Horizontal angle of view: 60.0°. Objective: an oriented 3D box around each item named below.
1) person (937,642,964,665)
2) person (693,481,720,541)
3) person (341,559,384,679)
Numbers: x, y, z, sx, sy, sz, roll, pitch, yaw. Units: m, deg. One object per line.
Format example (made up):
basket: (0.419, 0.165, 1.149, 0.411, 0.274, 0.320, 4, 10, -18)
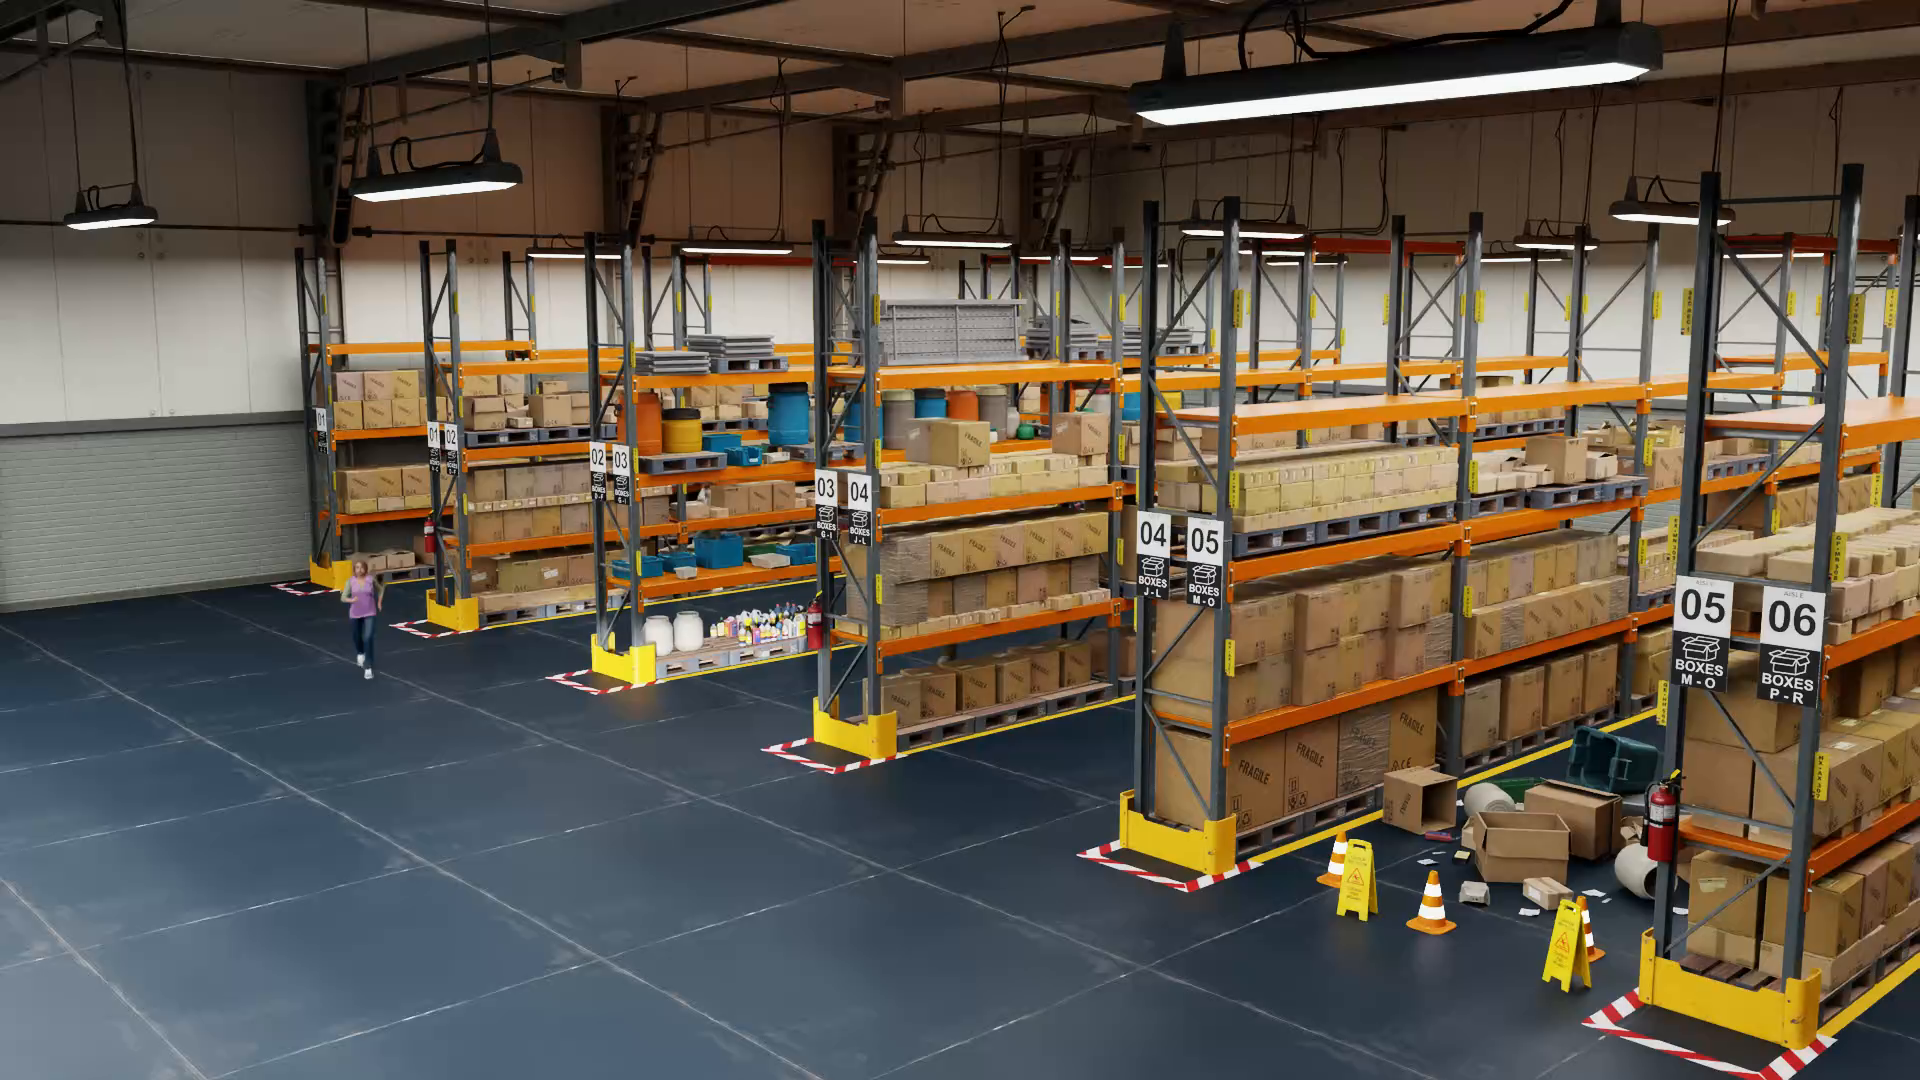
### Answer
person: (-0.062, 0.772, 22.316, 0.653, 1.770, 0.724, -8, 12, -44)
person: (-4.904, -0.401, 32.354, 0.545, 1.760, 0.758, 5, 10, 31)
person: (-8.137, 1.042, 22.673, 0.539, 1.579, 0.904, -2, 9, -15)
